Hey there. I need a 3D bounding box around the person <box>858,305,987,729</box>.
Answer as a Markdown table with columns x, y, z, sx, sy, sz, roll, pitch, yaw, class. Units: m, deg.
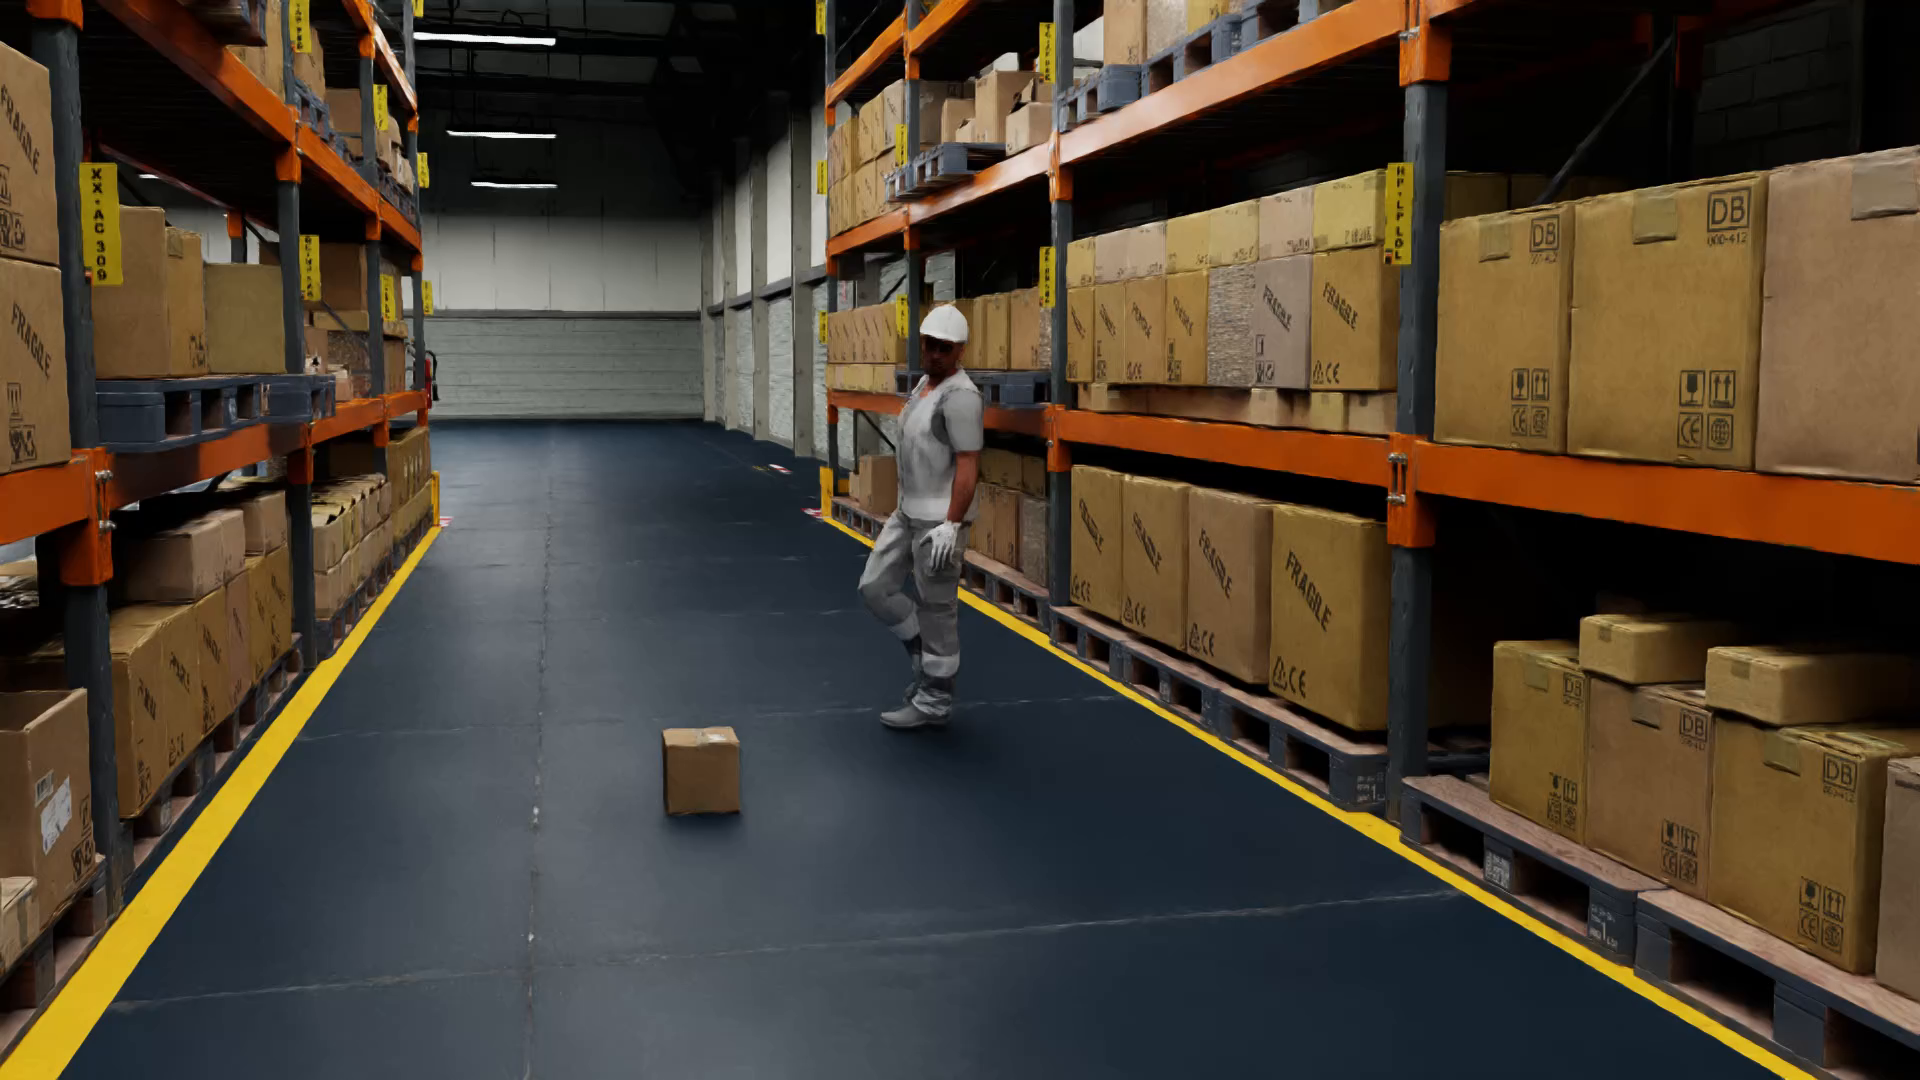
| x | y | z | sx | sy | sz | roll | pitch | yaw | class |
| --- | --- | --- | --- | --- | --- | --- | --- | --- | --- |
| -0.168 | -0.071 | 6.892 | 0.452 | 1.767 | 0.728 | -2 | 6 | -18 | person |
